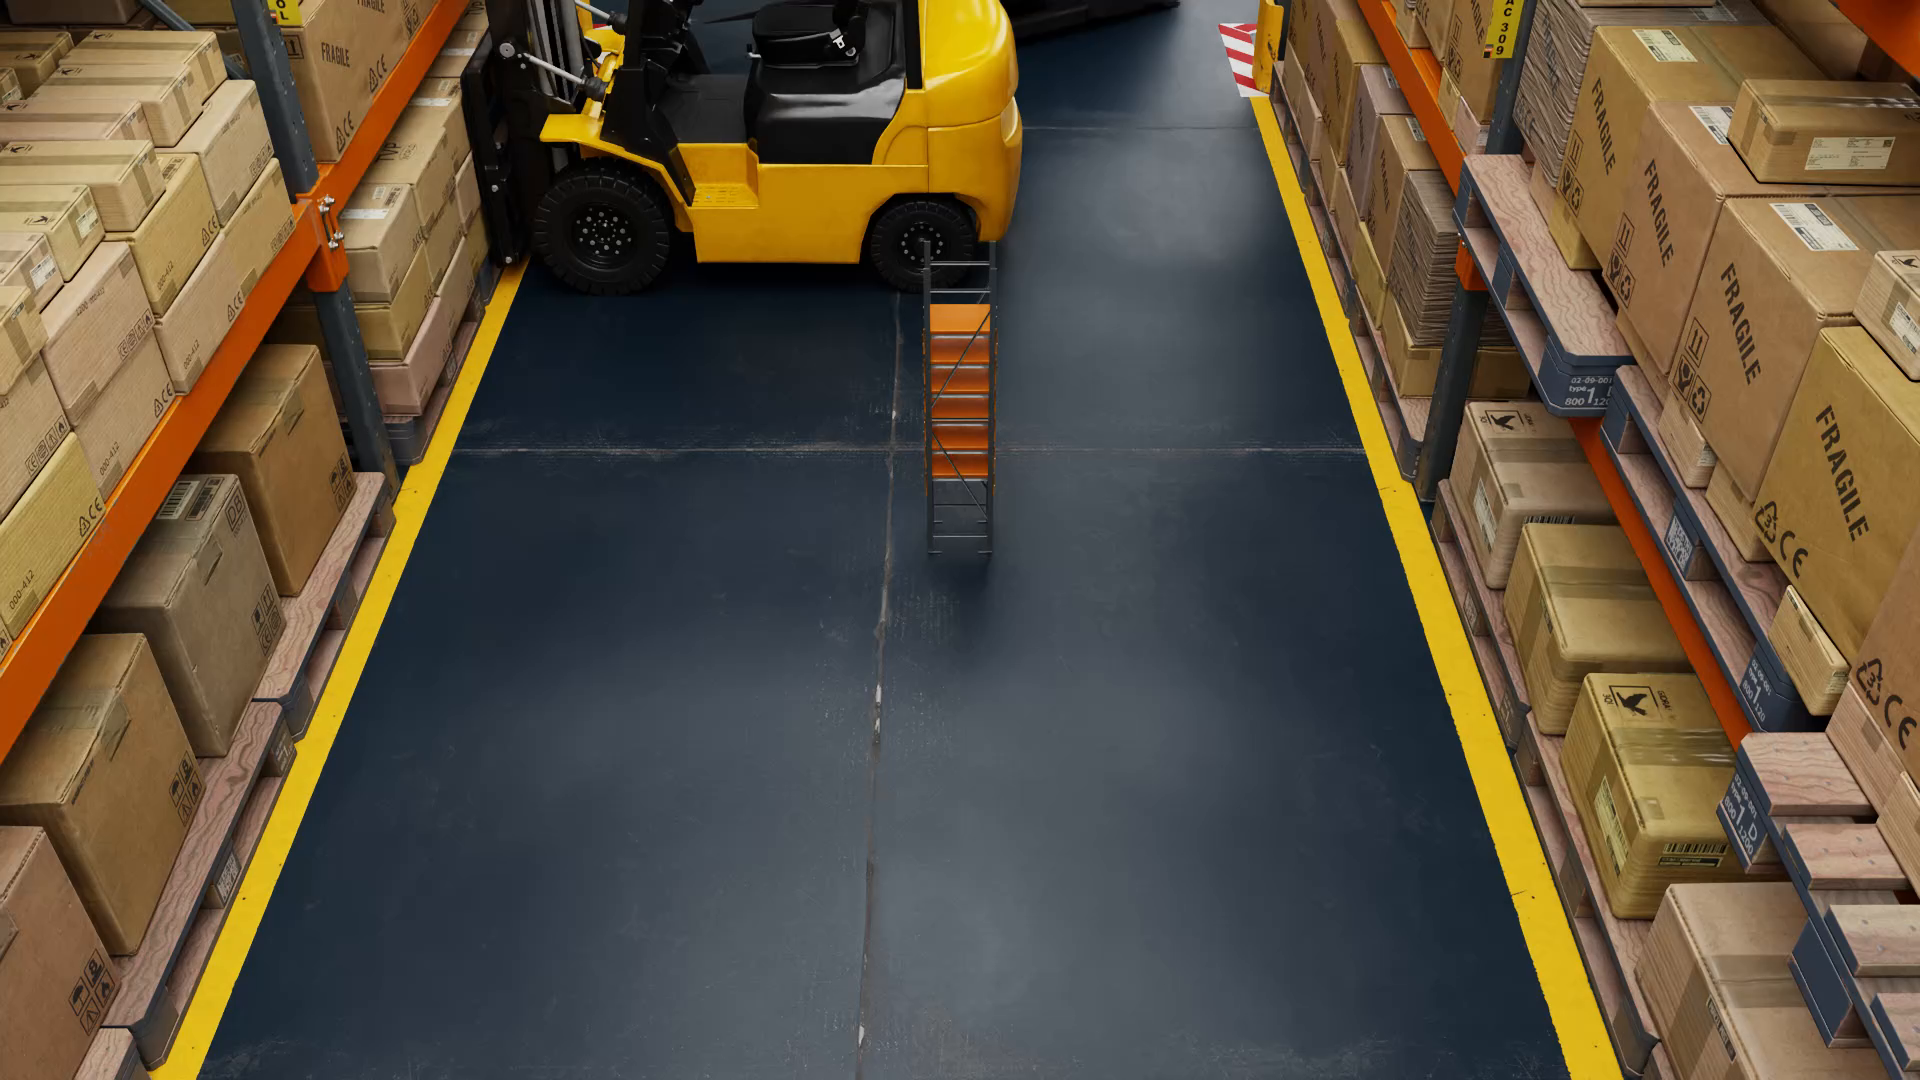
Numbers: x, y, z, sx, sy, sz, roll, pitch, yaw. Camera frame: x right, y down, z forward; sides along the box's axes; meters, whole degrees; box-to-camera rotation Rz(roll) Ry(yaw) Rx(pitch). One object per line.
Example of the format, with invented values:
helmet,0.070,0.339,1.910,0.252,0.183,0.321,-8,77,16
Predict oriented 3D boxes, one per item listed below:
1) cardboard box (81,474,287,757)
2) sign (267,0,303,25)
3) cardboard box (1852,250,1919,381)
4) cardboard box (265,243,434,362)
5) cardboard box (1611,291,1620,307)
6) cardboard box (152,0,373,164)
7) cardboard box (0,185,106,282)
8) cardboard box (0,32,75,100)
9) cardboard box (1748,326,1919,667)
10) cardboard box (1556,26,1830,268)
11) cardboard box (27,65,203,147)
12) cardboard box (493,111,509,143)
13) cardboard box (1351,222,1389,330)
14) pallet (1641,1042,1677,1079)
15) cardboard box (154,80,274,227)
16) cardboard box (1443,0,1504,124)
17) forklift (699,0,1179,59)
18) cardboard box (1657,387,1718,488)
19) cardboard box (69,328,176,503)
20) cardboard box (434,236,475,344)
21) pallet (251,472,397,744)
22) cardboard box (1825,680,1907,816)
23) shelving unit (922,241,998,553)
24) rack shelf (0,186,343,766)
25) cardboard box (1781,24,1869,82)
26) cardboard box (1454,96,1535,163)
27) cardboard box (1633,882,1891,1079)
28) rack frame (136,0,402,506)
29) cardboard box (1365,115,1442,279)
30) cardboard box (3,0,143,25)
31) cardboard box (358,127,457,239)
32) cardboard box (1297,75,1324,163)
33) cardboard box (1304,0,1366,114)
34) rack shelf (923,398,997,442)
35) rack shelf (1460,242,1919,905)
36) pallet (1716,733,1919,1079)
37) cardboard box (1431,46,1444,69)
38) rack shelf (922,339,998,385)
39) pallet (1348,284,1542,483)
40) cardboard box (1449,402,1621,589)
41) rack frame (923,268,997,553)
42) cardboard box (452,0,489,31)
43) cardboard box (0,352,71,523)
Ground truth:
cardboard box,-2.682,0.232,5.125,0.875,0.625,0.625,0,39,0
sign,-2.144,-1.770,5.197,0.100,0.325,0.005,0,39,0
cardboard box,1.997,-0.442,3.230,0.380,0.149,0.250,-2,39,-2
cardboard box,-2.379,-0.931,6.476,0.500,0.250,0.500,0,39,0
cardboard box,2.030,-0.735,4.634,0.380,0.149,0.250,2,39,3
cardboard box,-2.426,-1.659,5.842,0.500,0.500,0.500,-1,39,-1
cardboard box,-2.428,-0.778,4.224,0.380,0.149,0.250,-1,39,-1
cardboard box,-2.901,-1.415,5.018,0.380,0.149,0.250,-1,39,-1
cardboard box,1.989,-0.089,3.309,0.500,0.500,0.500,-3,39,-3
cardboard box,1.992,-1.061,4.521,0.500,0.500,0.500,0,39,0
cardboard box,-2.446,-1.260,4.825,0.380,0.149,0.250,-1,39,-1
cardboard box,-2.370,-1.876,7.656,0.500,0.250,0.500,0,39,0
cardboard box,1.997,-1.142,7.139,0.500,0.250,0.500,-1,39,-1
pallet,2.282,1.753,3.894,1.003,0.211,1.213,0,39,0
cardboard box,-2.431,-1.172,5.034,0.500,0.250,0.500,-1,39,-1
cardboard box,2.027,-1.781,5.756,0.500,0.500,0.500,-1,39,-1
forklift,-0.050,-4.311,9.285,3.031,2.935,1.130,-21,43,-24
cardboard box,1.935,-0.253,4.032,0.380,0.149,0.250,1,39,2
cardboard box,-2.449,-0.344,4.401,0.500,0.250,0.500,0,39,0
cardboard box,-2.373,-1.054,7.029,0.500,0.250,0.500,-1,39,-1
pallet,-2.647,0.206,5.824,1.003,0.211,1.213,0,39,0
cardboard box,1.936,0.400,3.217,0.380,0.149,0.250,-2,39,-2
shelving unit,0.000,-0.477,5.886,0.258,1.200,0.189,0,39,0
rack shelf,-2.685,0.189,4.191,1.077,0.370,4.000,0,39,0
cardboard box,2.509,-1.069,4.531,0.500,0.500,0.500,0,39,0
cardboard box,1.971,-1.451,5.863,0.380,0.149,0.250,0,39,-1
cardboard box,2.282,1.200,4.120,0.950,0.372,0.625,-1,39,-1
rack frame,-2.687,-1.342,5.527,1.000,3.000,0.127,0,39,0
cardboard box,2.005,-1.420,6.886,0.500,0.500,0.500,1,39,1
cardboard box,-2.944,-1.835,5.543,0.380,0.149,0.250,0,39,0
cardboard box,-2.364,-1.446,6.719,0.500,0.250,0.500,0,39,0
cardboard box,1.989,-2.117,8.356,0.500,0.250,0.500,1,39,2
cardboard box,2.002,-2.387,8.093,0.500,0.500,0.500,-1,39,-2
rack shelf,0.000,-0.443,5.914,0.258,0.103,0.180,0,39,0
rack shelf,2.279,0.183,4.198,1.077,0.370,4.000,0,39,0
pallet,2.174,0.782,3.029,1.213,0.211,1.003,0,39,0
cardboard box,2.056,-1.926,6.455,0.380,0.149,0.250,-1,39,-1
rack shelf,0.000,-0.630,5.764,0.258,0.103,0.180,0,39,0
pallet,2.241,-0.680,6.930,1.003,0.211,1.213,0,39,0
cardboard box,2.280,-0.159,5.815,0.950,0.372,0.625,0,39,1
rack frame,0.000,-0.420,5.815,0.240,1.200,0.006,0,39,0
cardboard box,-2.362,-2.402,7.912,0.500,0.250,0.500,0,39,1
cardboard box,-2.446,-0.215,3.840,0.500,0.250,0.500,0,39,1
